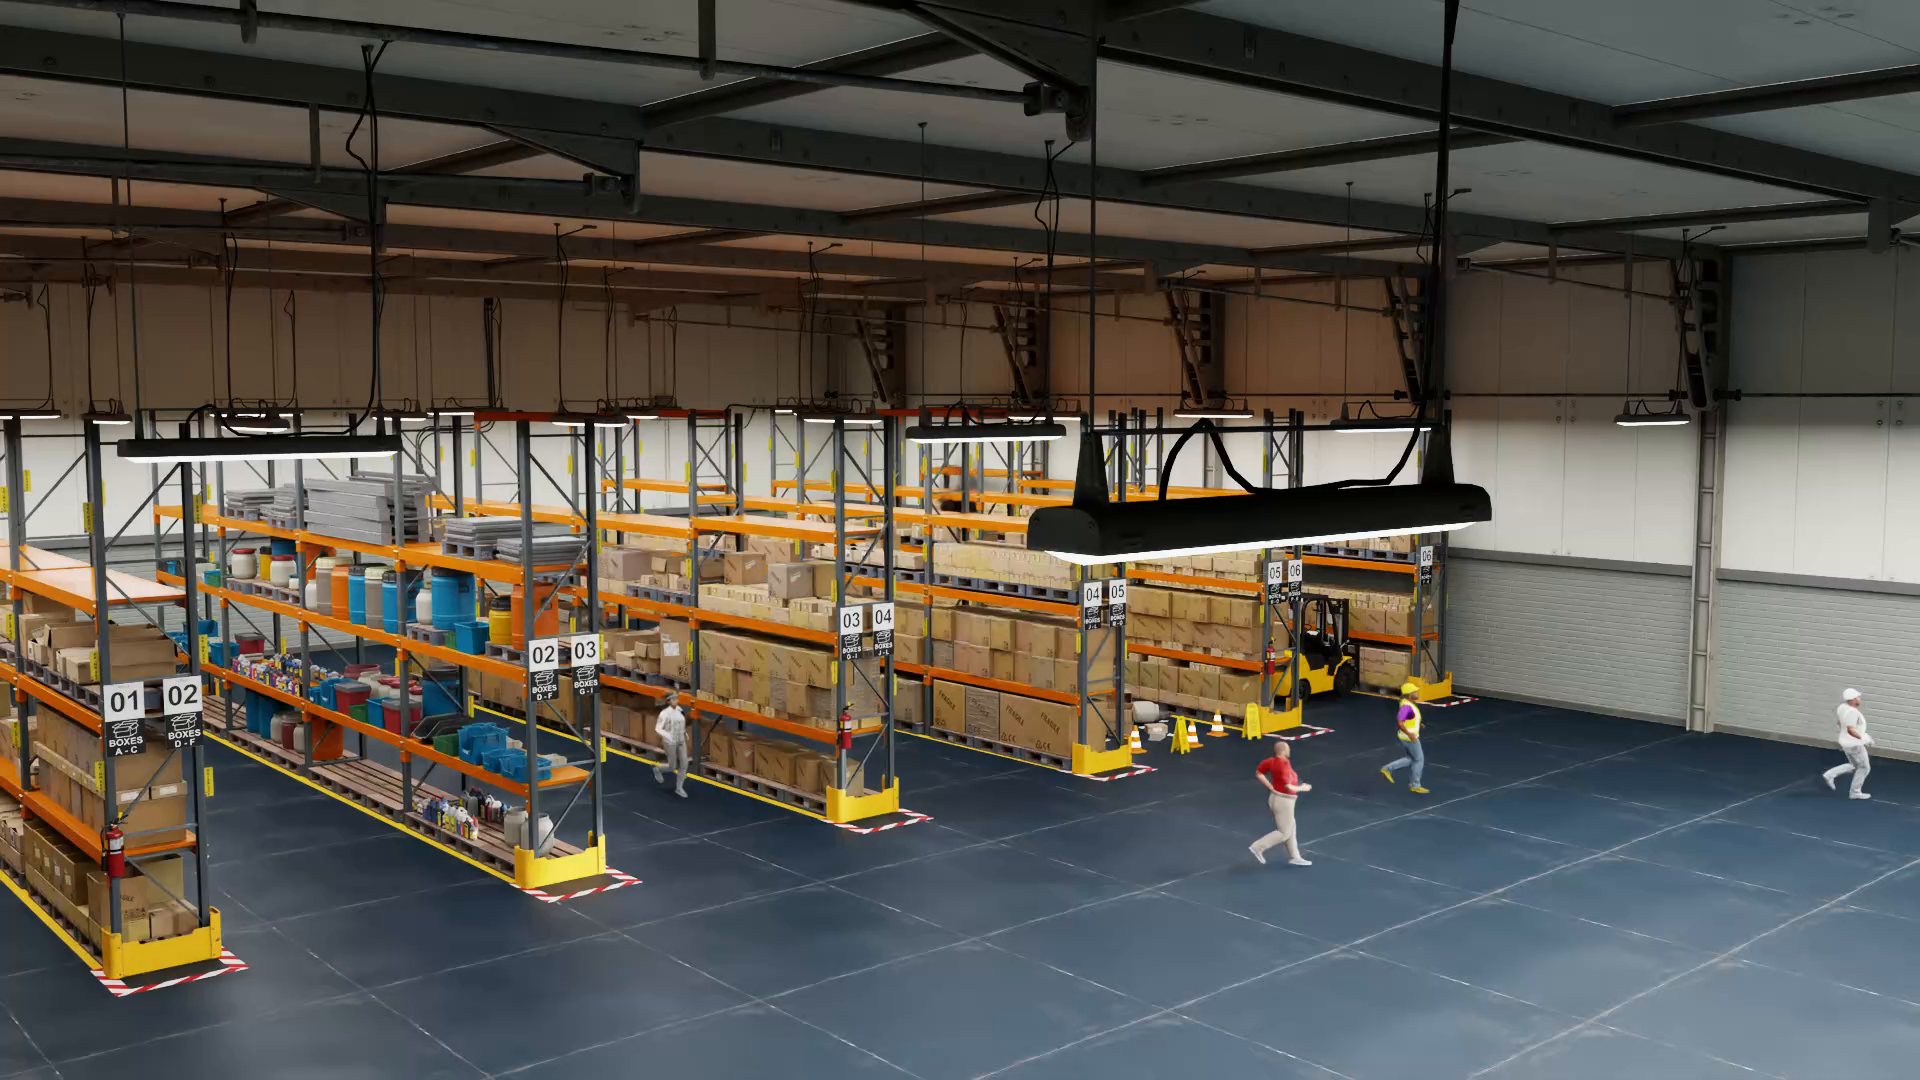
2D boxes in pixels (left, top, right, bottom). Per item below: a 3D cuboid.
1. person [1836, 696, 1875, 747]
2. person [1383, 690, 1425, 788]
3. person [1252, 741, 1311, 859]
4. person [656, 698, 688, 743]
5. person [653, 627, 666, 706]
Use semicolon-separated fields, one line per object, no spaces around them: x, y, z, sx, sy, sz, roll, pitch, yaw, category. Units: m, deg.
13.989;2.821;25.954;0.449;0.778;0.676;1;5;11;person
7.076;3.125;26.478;0.652;1.647;0.691;1;5;9;person
-2.448;2.832;20.353;14.607;3.220;0.776;-1;5;-14;person
-4.529;2.796;26.297;0.360;0.777;0.615;5;7;42;person
-5.966;2.541;32.924;0.711;1.660;0.646;-5;7;-44;person
